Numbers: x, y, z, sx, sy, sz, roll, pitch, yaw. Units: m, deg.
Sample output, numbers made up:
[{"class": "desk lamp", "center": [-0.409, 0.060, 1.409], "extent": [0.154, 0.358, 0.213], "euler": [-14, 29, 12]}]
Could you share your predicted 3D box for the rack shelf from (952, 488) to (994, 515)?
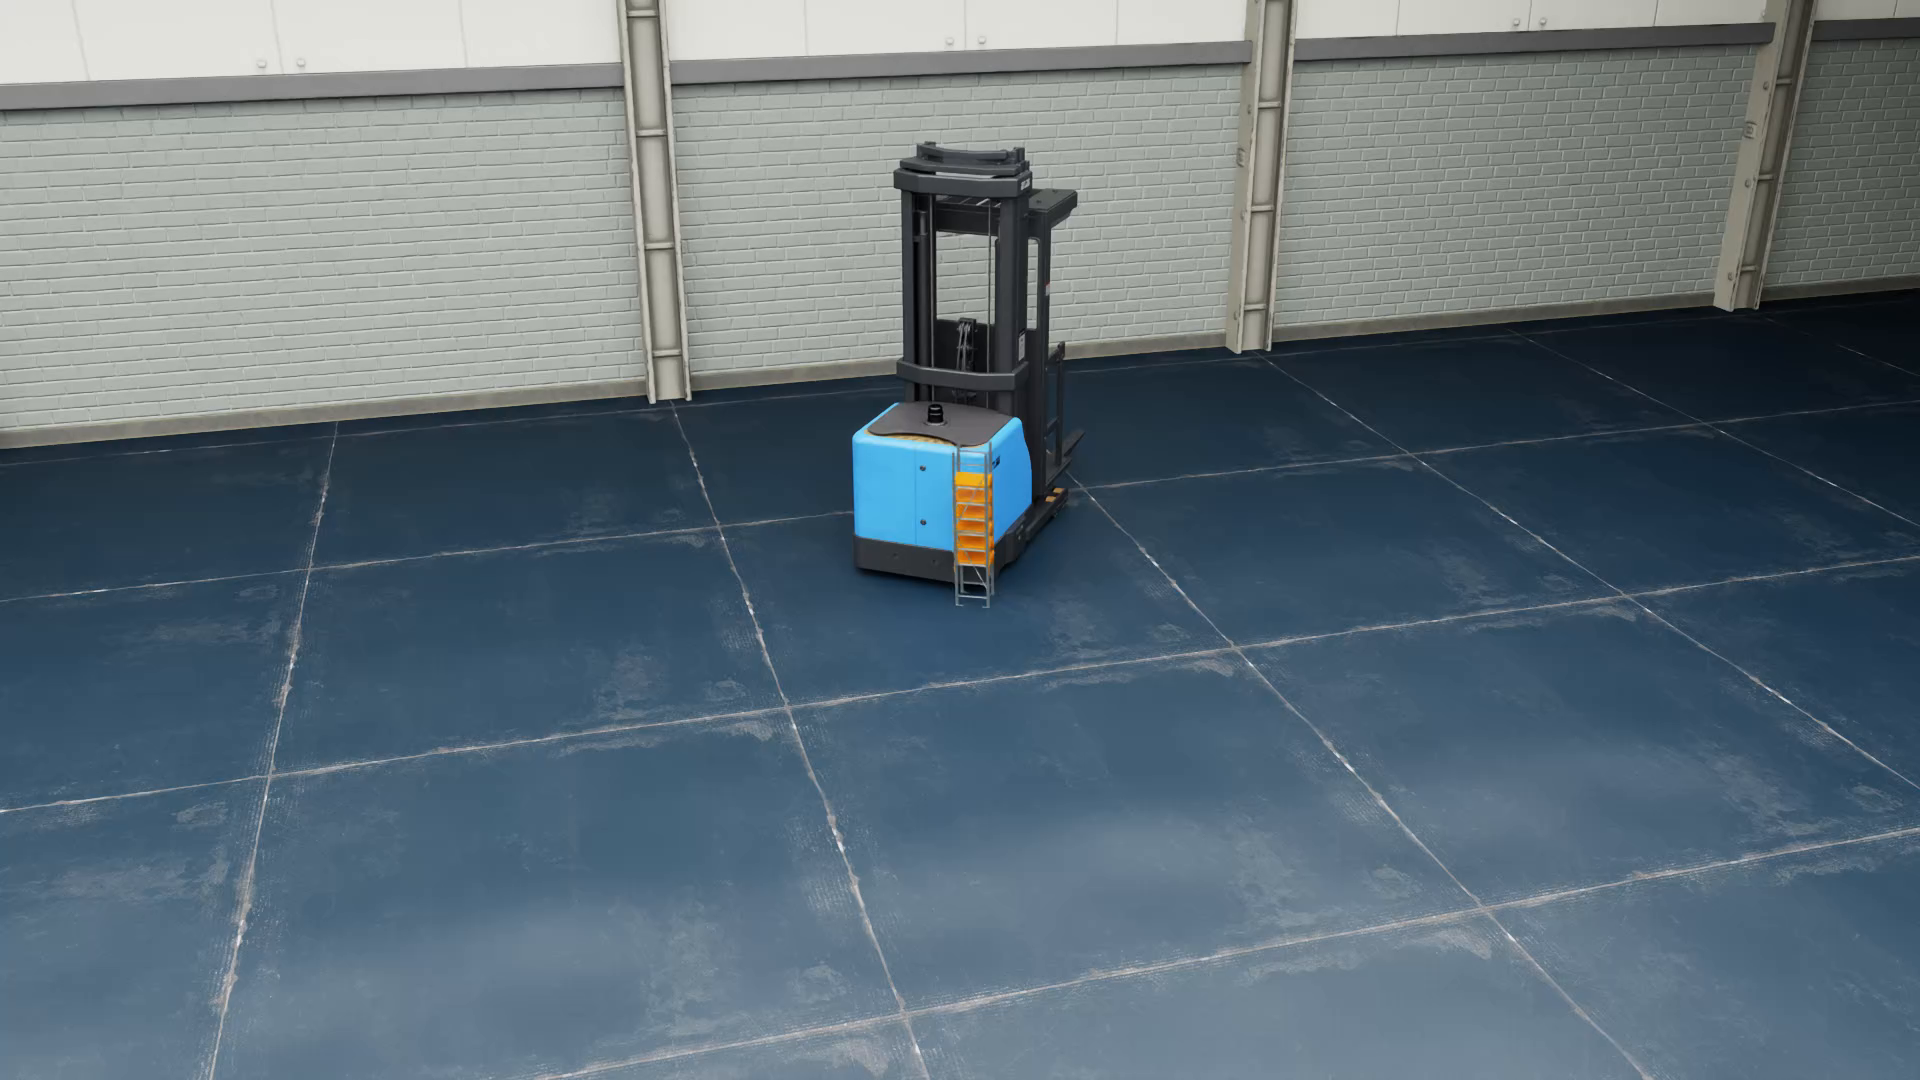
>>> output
[{"class": "rack shelf", "center": [0.088, -0.269, 11.273], "extent": [0.258, 0.103, 0.180], "euler": [4, 30, 10]}]

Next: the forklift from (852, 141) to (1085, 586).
[{"class": "forklift", "center": [0.222, -1.577, 12.638], "extent": [1.130, 2.935, 3.031], "euler": [9, 25, 19]}]

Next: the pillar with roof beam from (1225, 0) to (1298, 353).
[{"class": "pillar with roof beam", "center": [4.166, -4.506, 11.768], "extent": [0.400, 9.000, 9.100], "euler": [-6, 24, -14]}]

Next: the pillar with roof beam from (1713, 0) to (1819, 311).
[{"class": "pillar with roof beam", "center": [9.943, -5.145, 13.258], "extent": [0.400, 9.000, 9.100], "euler": [-6, 24, -14]}]

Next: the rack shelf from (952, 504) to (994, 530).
[{"class": "rack shelf", "center": [0.090, -0.165, 11.333], "extent": [0.258, 0.103, 0.180], "euler": [4, 30, 10]}]

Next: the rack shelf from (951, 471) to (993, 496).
[{"class": "rack shelf", "center": [0.085, -0.373, 11.213], "extent": [0.258, 0.103, 0.180], "euler": [4, 30, 10]}]

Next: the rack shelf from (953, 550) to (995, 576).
[{"class": "rack shelf", "center": [0.098, 0.147, 11.512], "extent": [0.258, 0.103, 0.180], "euler": [4, 30, 10]}]

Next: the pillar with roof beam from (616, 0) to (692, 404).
[{"class": "pillar with roof beam", "center": [-1.611, -3.866, 10.279], "extent": [0.400, 9.000, 9.100], "euler": [-6, 24, -14]}]

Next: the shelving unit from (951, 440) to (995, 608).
[{"class": "shelving unit", "center": [0.092, -0.099, 11.371], "extent": [0.258, 1.200, 0.189], "euler": [4, 30, 10]}]

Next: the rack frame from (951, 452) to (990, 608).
[{"class": "rack frame", "center": [0.075, -0.054, 11.293], "extent": [0.240, 1.200, 0.006], "euler": [4, 30, 10]}]

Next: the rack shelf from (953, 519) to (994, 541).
[{"class": "rack shelf", "center": [0.093, -0.061, 11.393], "extent": [0.258, 0.103, 0.180], "euler": [4, 30, 10]}]

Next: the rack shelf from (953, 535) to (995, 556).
[{"class": "rack shelf", "center": [0.096, 0.043, 11.453], "extent": [0.258, 0.103, 0.180], "euler": [4, 30, 10]}]

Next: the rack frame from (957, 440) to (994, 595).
[{"class": "rack frame", "center": [0.109, -0.144, 11.448], "extent": [0.240, 1.200, 0.006], "euler": [4, 30, 10]}]
